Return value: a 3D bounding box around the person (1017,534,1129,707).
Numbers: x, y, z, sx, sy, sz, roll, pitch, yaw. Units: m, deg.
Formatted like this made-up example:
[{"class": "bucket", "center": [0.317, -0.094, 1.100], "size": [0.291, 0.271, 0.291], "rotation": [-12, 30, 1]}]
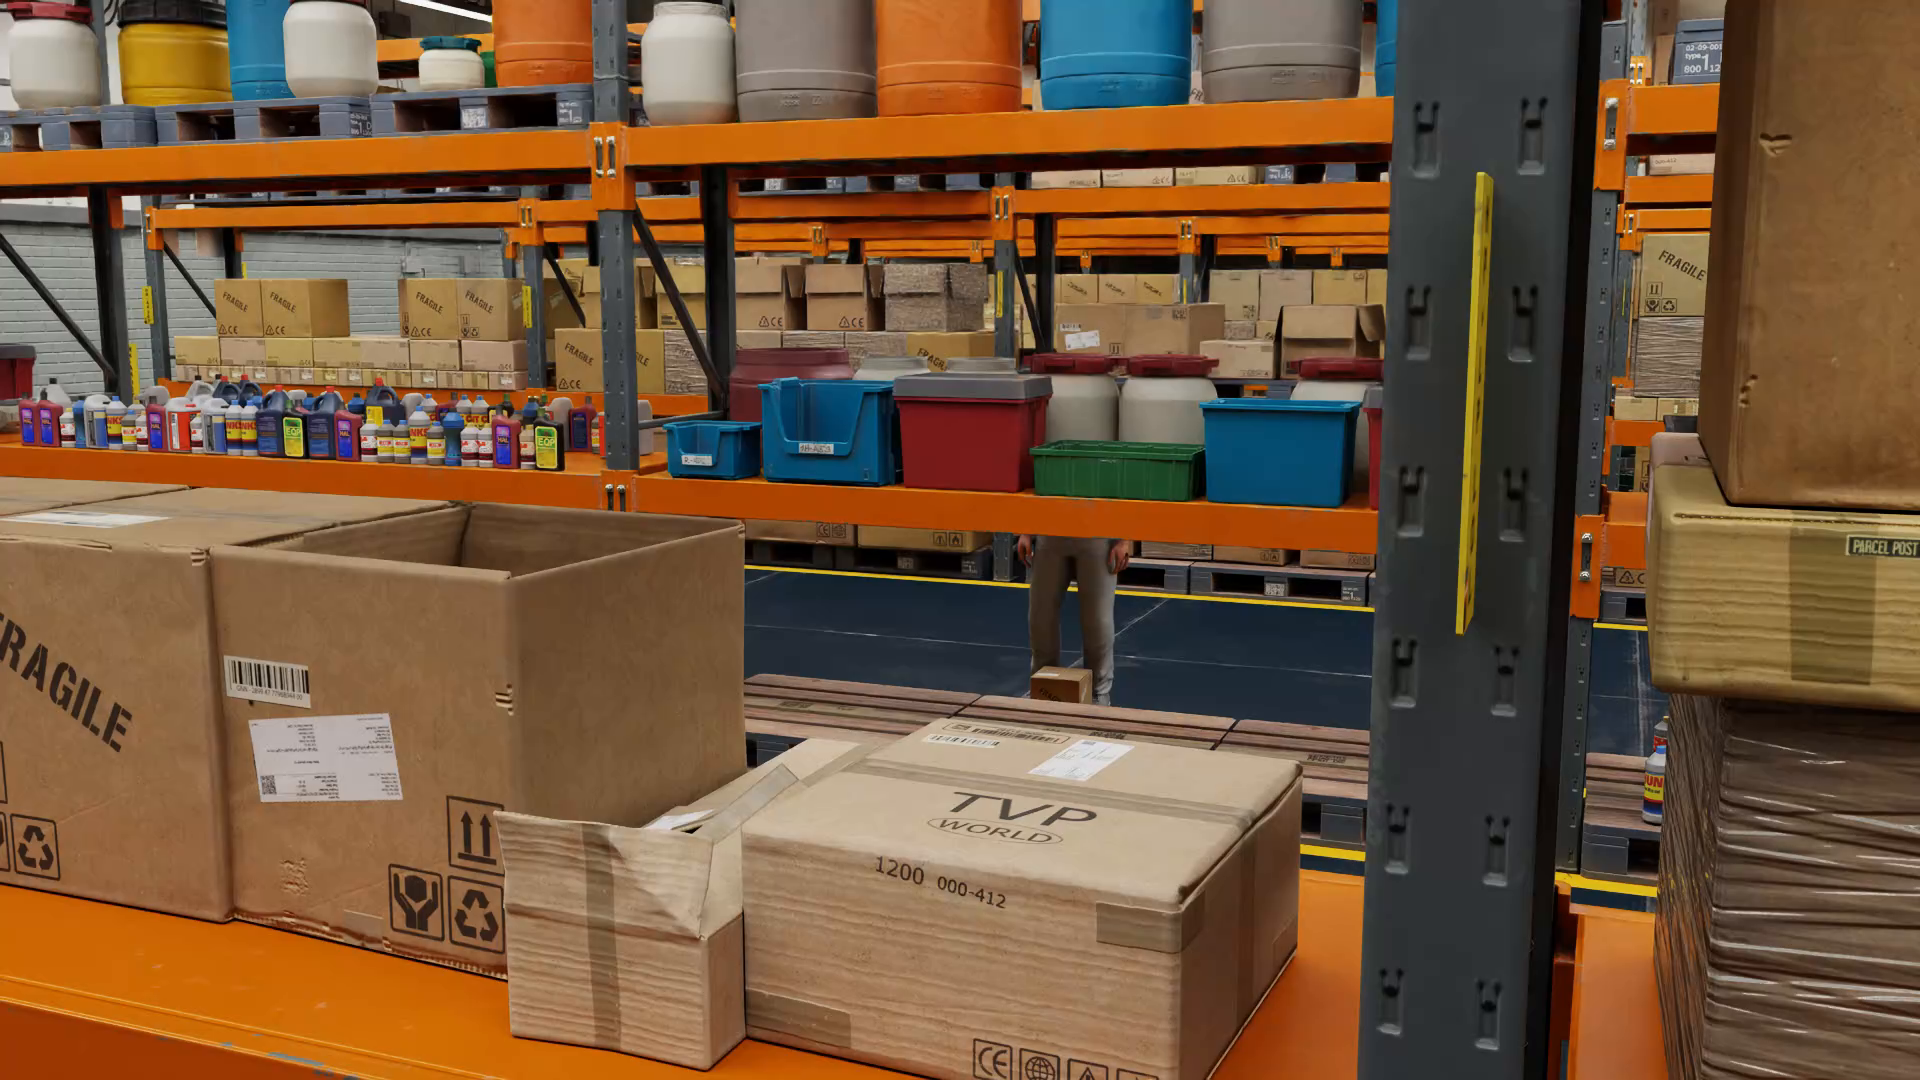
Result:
[{"class": "person", "center": [0.581, -0.003, 8.342], "size": [0.586, 1.748, 0.439], "rotation": [3, 9, 21]}]
